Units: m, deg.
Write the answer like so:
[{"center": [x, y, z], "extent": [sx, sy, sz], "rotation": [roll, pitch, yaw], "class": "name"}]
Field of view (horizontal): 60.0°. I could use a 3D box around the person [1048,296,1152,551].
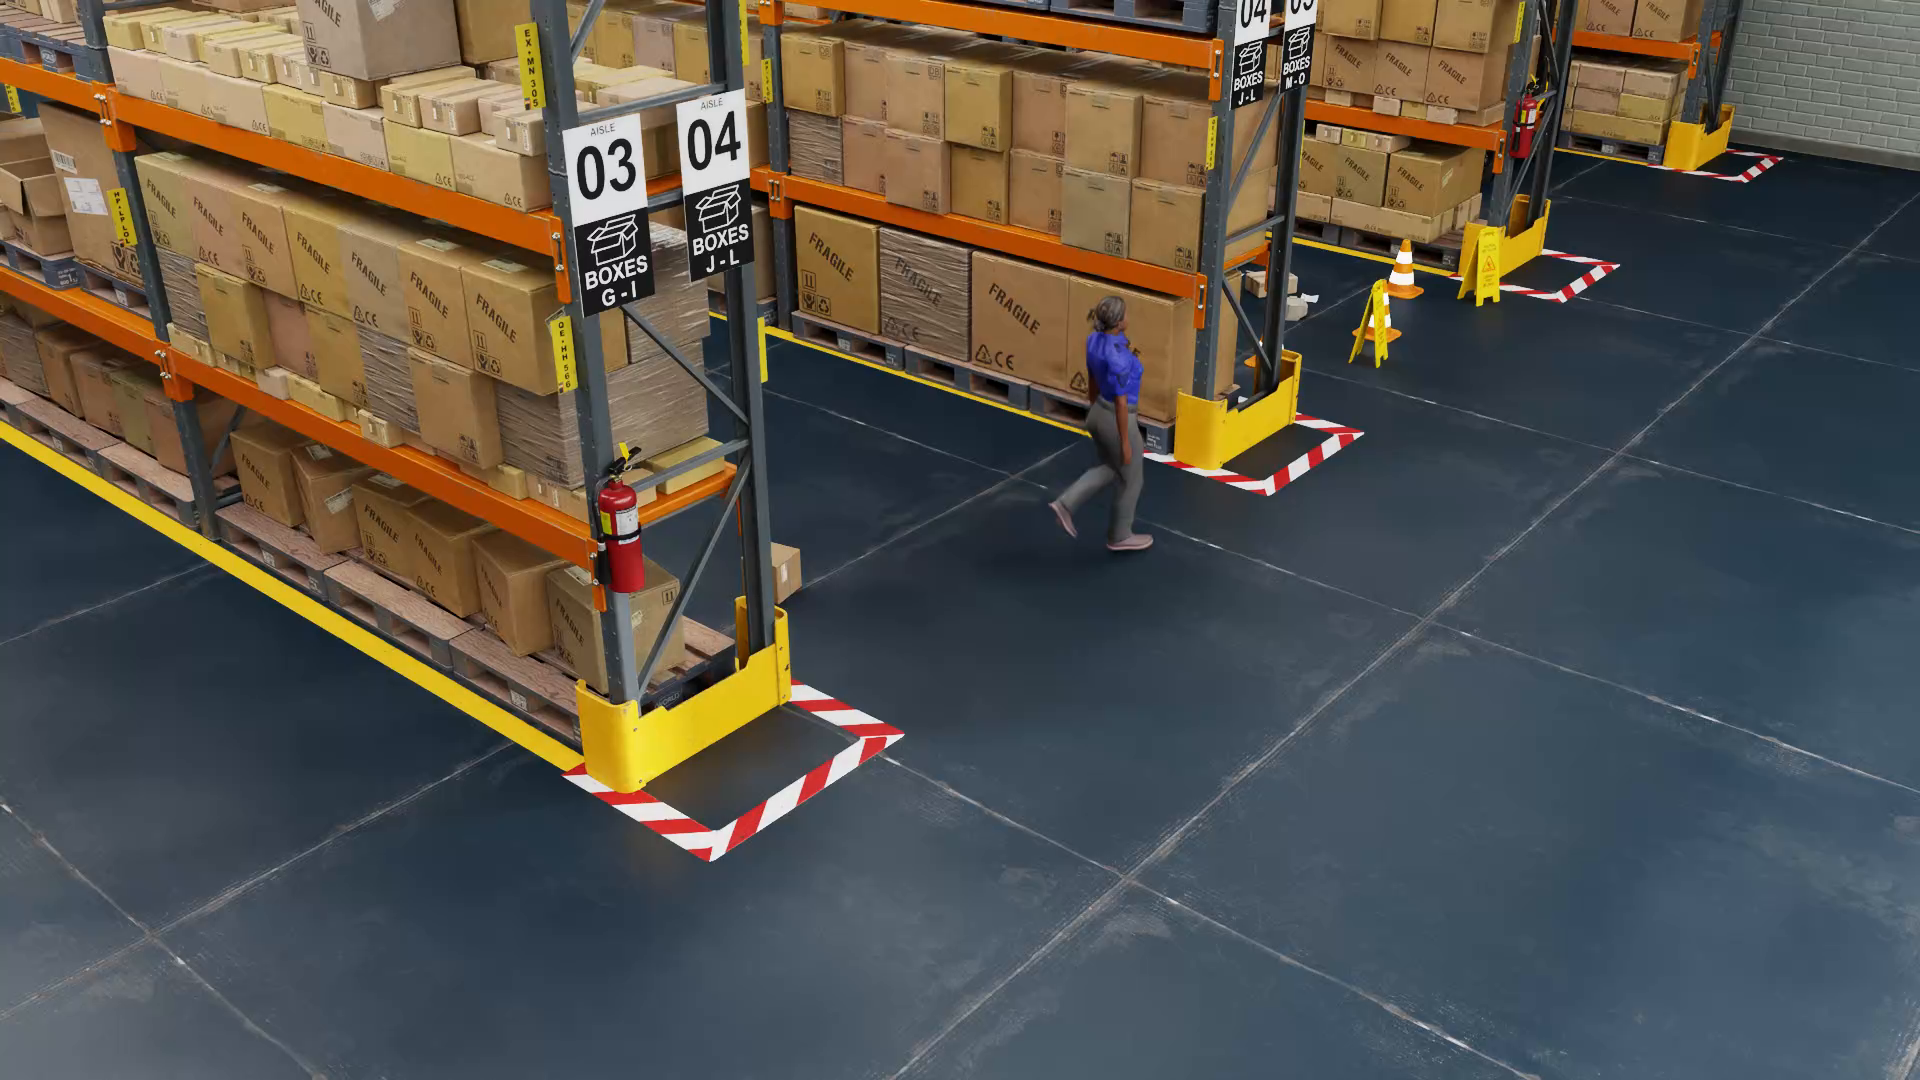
[{"center": [0.876, -0.683, 9.898], "extent": [0.619, 1.631, 0.460], "rotation": [-9, 29, -17], "class": "person"}]
